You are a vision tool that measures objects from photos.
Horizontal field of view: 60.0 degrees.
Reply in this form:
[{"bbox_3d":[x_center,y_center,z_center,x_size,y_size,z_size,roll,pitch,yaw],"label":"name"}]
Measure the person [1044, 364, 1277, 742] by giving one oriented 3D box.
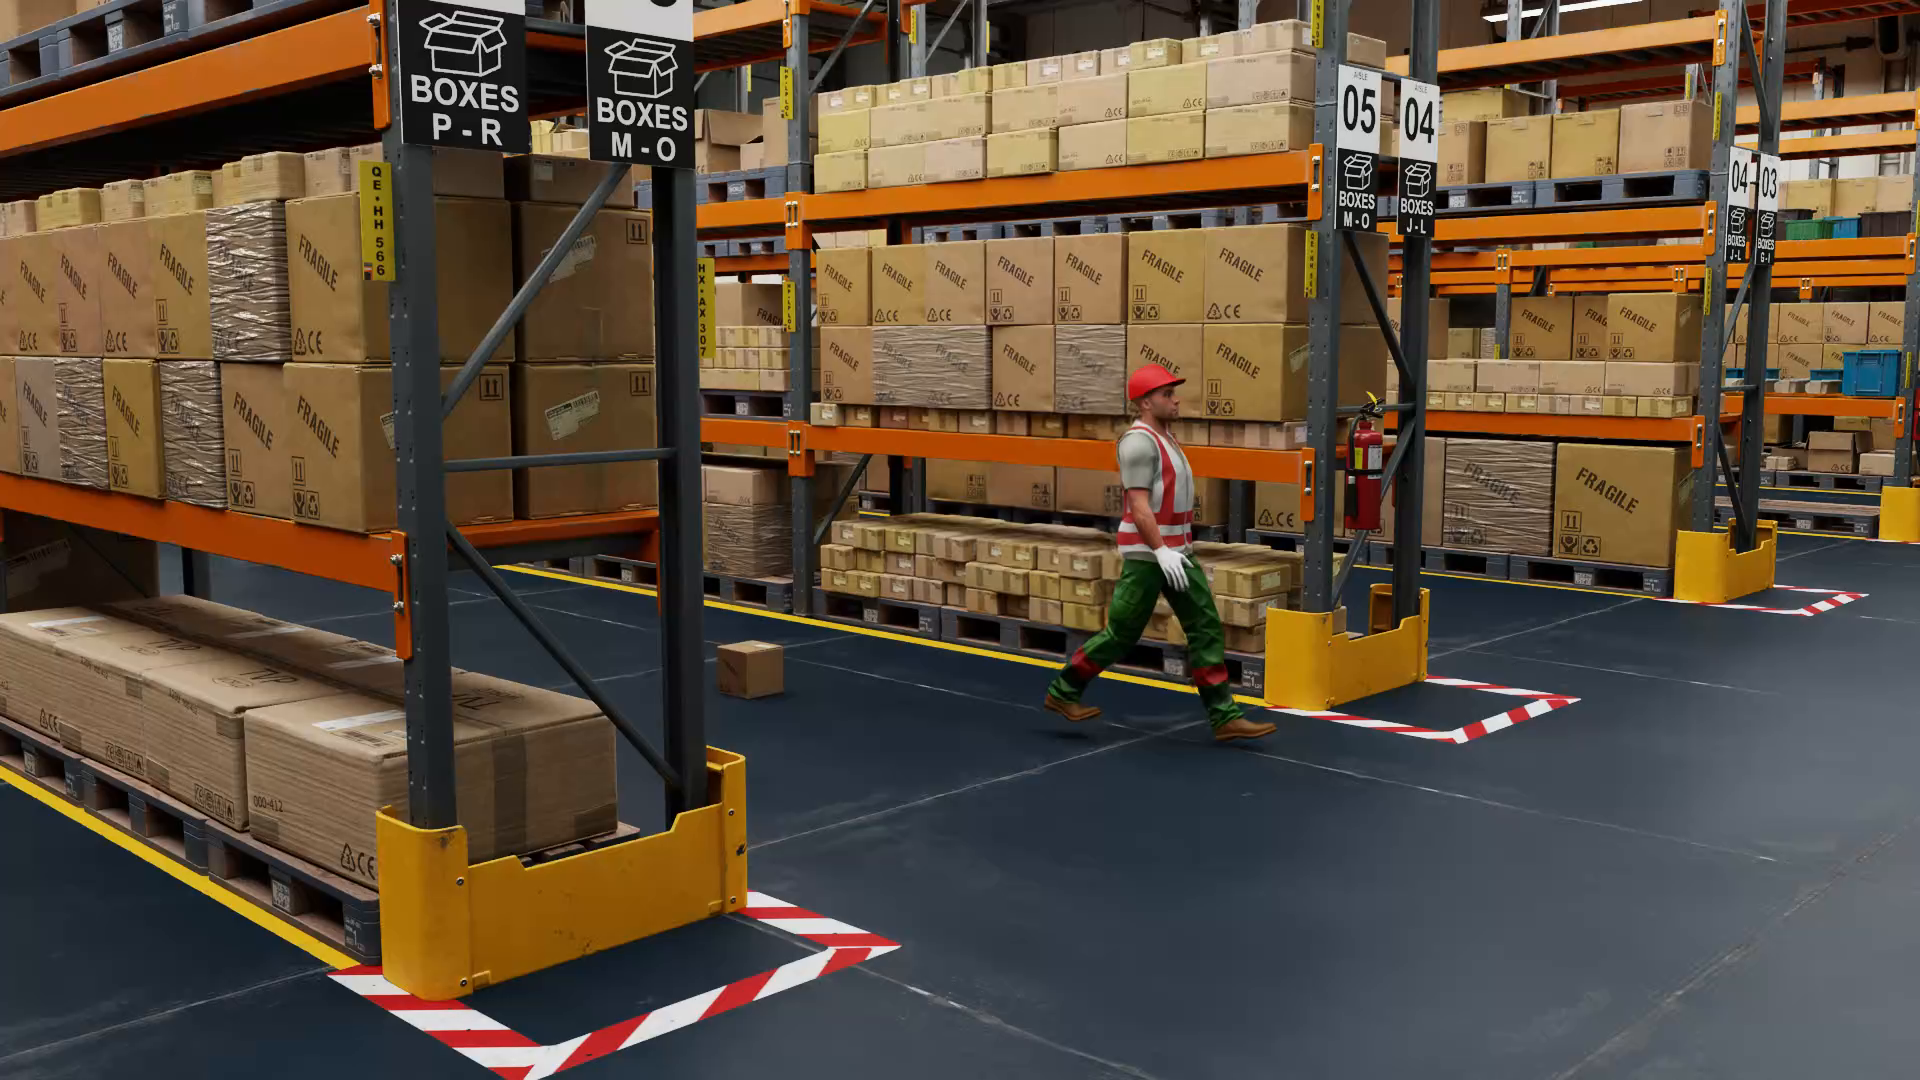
[{"bbox_3d":[0.929,0.064,7.682,1.085,1.743,0.594,4,8,29],"label":"person"}]
